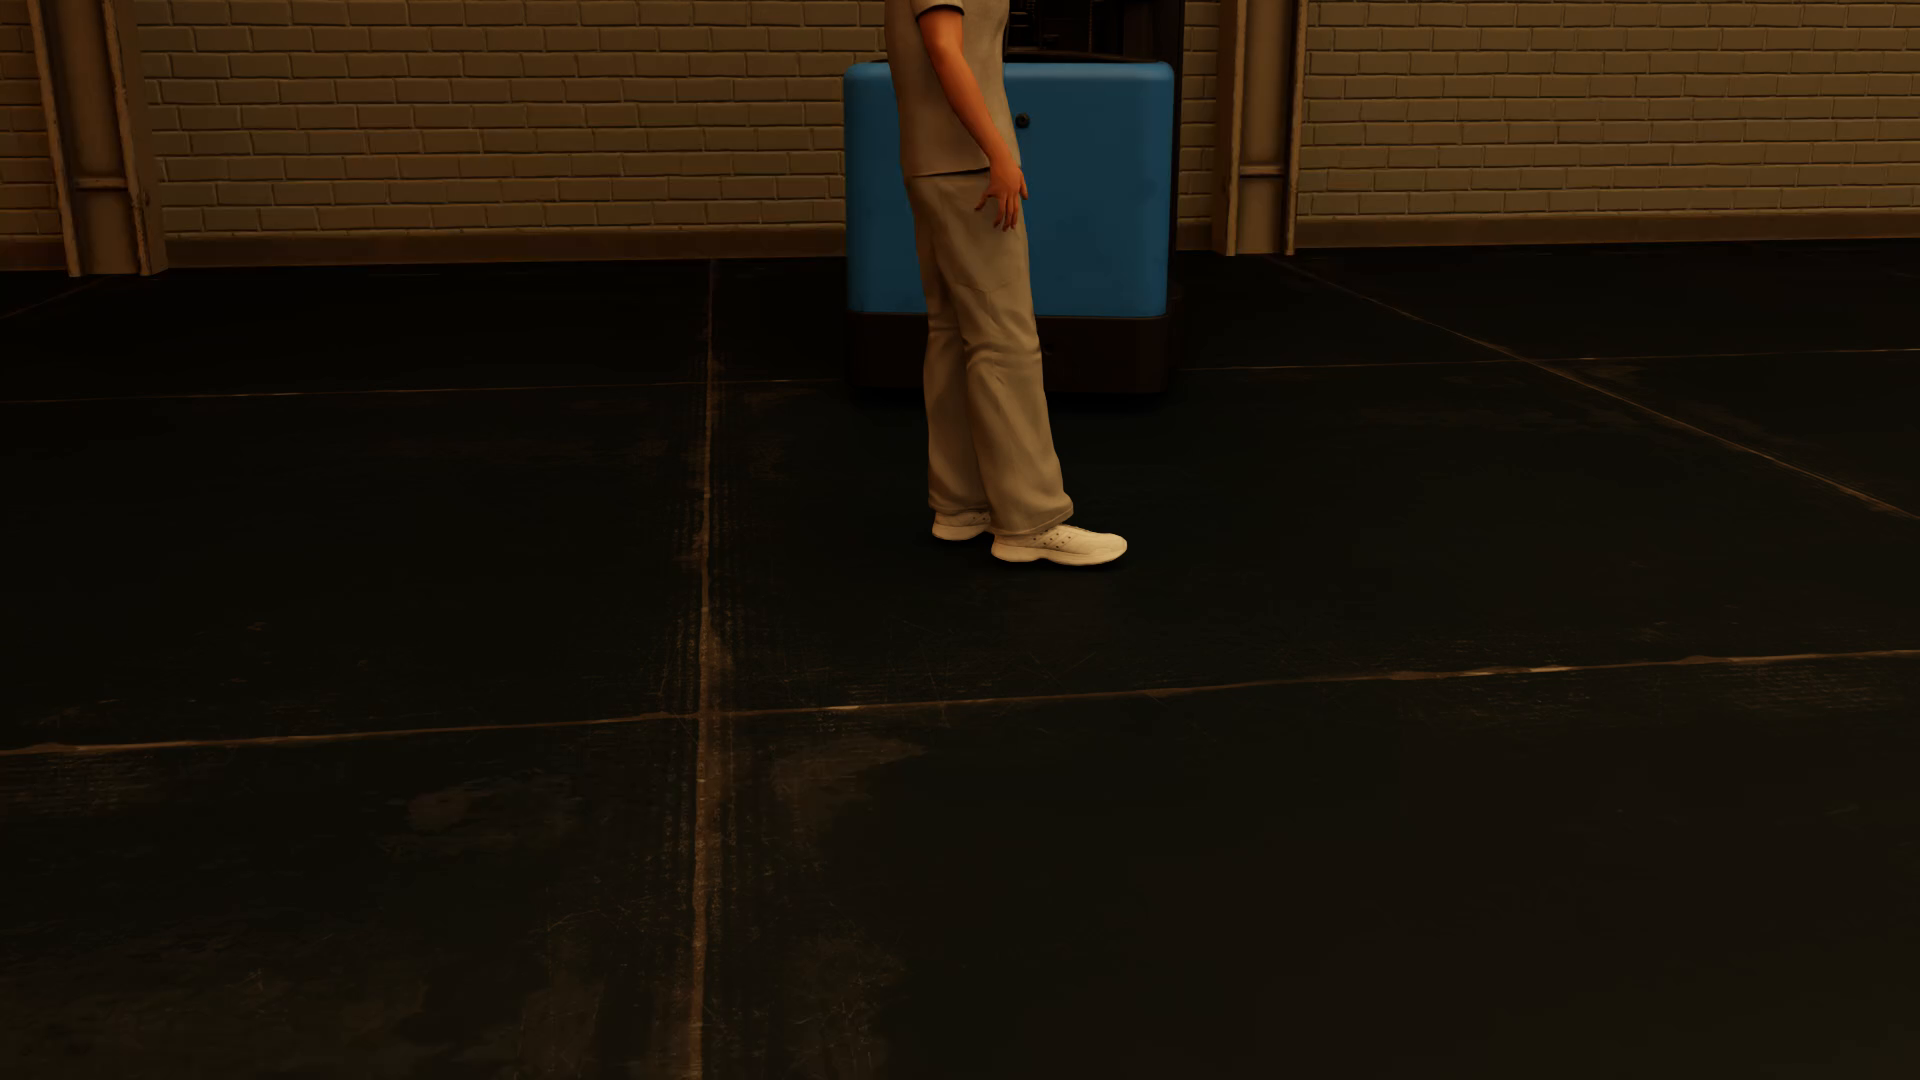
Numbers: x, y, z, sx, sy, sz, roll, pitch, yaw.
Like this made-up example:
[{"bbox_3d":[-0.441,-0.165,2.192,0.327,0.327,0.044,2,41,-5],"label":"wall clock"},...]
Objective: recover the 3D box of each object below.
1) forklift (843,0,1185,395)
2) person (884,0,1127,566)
[{"bbox_3d":[0.317,-2.242,6.326,1.130,2.935,3.031,2,17,7],"label":"forklift"},{"bbox_3d":[0.075,-0.804,3.721,0.548,1.663,0.550,-2,17,-8],"label":"person"}]
